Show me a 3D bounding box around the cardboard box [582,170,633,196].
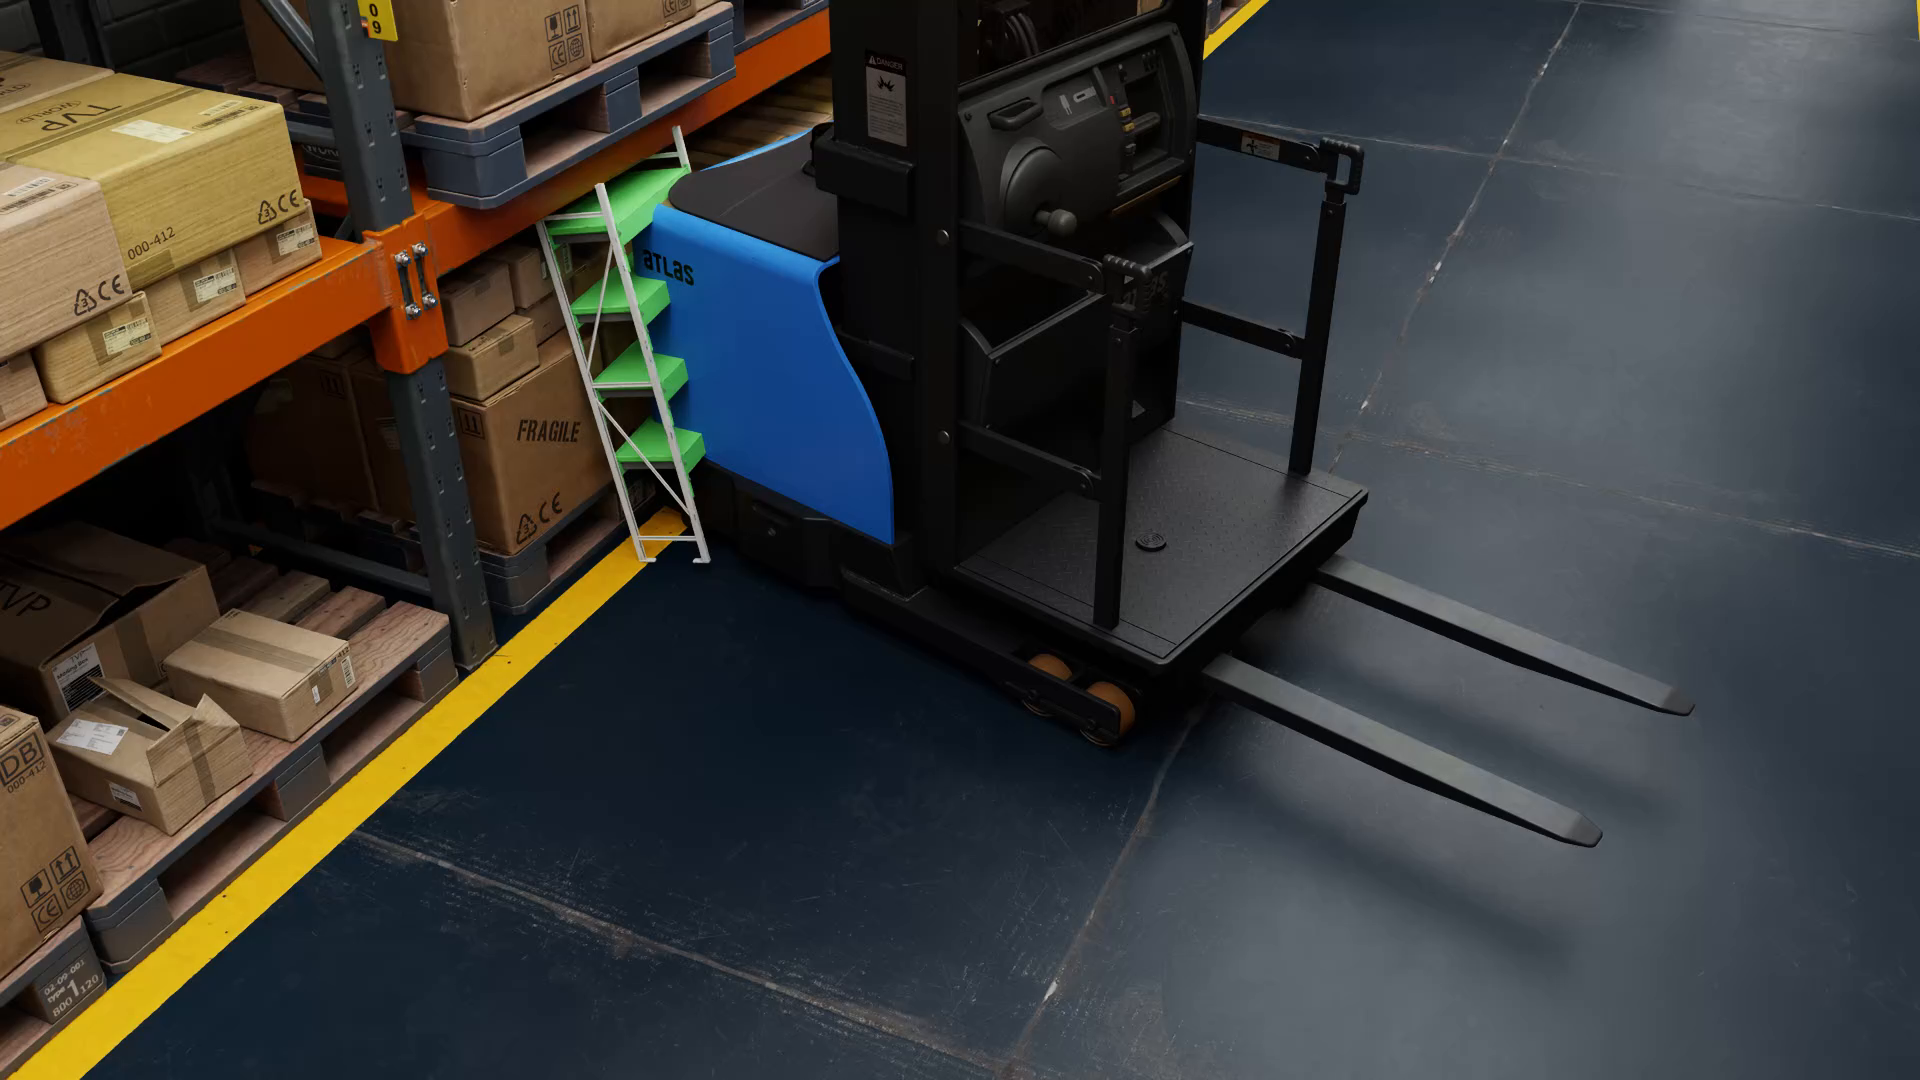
[{"bbox_3d":[-1.027,-1.084,5.473,0.380,0.149,0.250,14,36,20],"label":"cardboard box"}]

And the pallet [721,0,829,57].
[{"bbox_3d":[-0.938,-1.966,5.688,1.003,0.211,1.213,14,36,20],"label":"pallet"}]

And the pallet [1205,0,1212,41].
[{"bbox_3d":[0.763,-2.856,9.413,1.003,0.211,1.213,14,36,20],"label":"pallet"}]

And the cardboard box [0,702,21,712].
[{"bbox_3d":[-2.475,0.484,3.994,0.380,0.149,0.250,14,36,20],"label":"cardboard box"}]

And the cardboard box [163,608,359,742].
[{"bbox_3d":[-1.768,0.338,4.216,0.380,0.149,0.250,13,35,19],"label":"cardboard box"}]

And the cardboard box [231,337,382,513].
[{"bbox_3d":[-1.865,-0.466,5.122,0.500,0.500,0.500,14,36,20],"label":"cardboard box"}]

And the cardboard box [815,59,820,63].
[{"bbox_3d":[-0.797,-1.961,6.810,0.380,0.149,0.250,15,36,21],"label":"cardboard box"}]

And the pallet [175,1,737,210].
[{"bbox_3d":[-1.369,-1.316,4.697,1.003,0.211,1.213,14,36,20],"label":"pallet"}]

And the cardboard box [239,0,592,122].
[{"bbox_3d":[-1.397,-1.431,4.222,0.700,0.500,0.500,15,36,22],"label":"cardboard box"}]

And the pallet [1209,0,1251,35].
[{"bbox_3d":[1.272,-3.466,10.343,1.003,0.211,1.213,14,36,20],"label":"pallet"}]

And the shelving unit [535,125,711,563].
[{"bbox_3d":[-0.907,-0.574,5.009,0.258,1.200,0.503,0,31,19],"label":"shelving unit"}]

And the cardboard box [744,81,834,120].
[{"bbox_3d":[-0.597,-1.604,6.265,0.380,0.149,0.250,14,36,20],"label":"cardboard box"}]

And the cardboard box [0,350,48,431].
[{"bbox_3d":[-2.016,-0.308,3.213,0.380,0.149,0.250,15,36,22],"label":"cardboard box"}]

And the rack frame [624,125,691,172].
[{"bbox_3d":[-0.838,-0.701,5.206,0.240,1.200,0.015,0,31,19],"label":"rack frame"}]

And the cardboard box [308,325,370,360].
[{"bbox_3d":[-1.910,-0.675,4.848,0.380,0.149,0.250,13,35,19],"label":"cardboard box"}]

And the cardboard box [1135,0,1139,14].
[{"bbox_3d":[0.411,-2.833,8.618,0.875,0.625,0.625,15,36,22],"label":"cardboard box"}]

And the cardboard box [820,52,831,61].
[{"bbox_3d":[-0.765,-2.103,7.027,0.380,0.149,0.250,15,36,22],"label":"cardboard box"}]

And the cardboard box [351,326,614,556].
[{"bbox_3d":[-1.395,-0.343,4.935,0.500,0.500,0.500,16,36,23],"label":"cardboard box"}]

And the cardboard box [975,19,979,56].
[{"bbox_3d":[-0.105,-2.113,7.042,0.380,0.149,0.250,12,35,18],"label":"cardboard box"}]

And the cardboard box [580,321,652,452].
[{"bbox_3d":[-1.182,-0.611,5.342,0.500,0.500,0.500,14,36,20],"label":"cardboard box"}]

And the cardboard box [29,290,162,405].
[{"bbox_3d":[-1.882,-0.432,3.403,0.380,0.149,0.250,15,36,22],"label":"cardboard box"}]

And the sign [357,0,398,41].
[{"bbox_3d":[-1.306,-1.265,3.654,0.100,0.325,0.005,14,36,20],"label":"sign"}]

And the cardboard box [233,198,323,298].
[{"bbox_3d":[-1.706,-0.702,3.814,0.380,0.149,0.250,15,36,21],"label":"cardboard box"}]

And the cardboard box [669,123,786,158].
[{"bbox_3d":[-0.835,-1.349,5.876,0.380,0.149,0.250,14,36,21],"label":"cardboard box"}]

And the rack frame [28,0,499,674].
[{"bbox_3d":[-1.802,-1.024,4.076,1.000,3.000,0.127,14,36,20],"label":"rack frame"}]

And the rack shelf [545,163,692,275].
[{"bbox_3d":[-0.976,-0.929,4.804,0.258,0.148,0.480,0,31,19],"label":"rack shelf"}]

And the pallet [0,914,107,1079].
[{"bbox_3d":[-2.599,1.094,3.389,1.003,0.211,1.213,14,36,20],"label":"pallet"}]

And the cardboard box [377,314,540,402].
[{"bbox_3d":[-1.410,-0.543,4.647,0.380,0.149,0.250,16,36,23],"label":"cardboard box"}]

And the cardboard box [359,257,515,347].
[{"bbox_3d":[-1.465,-0.681,4.587,0.380,0.149,0.250,14,36,20],"label":"cardboard box"}]

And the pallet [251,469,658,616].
[{"bbox_3d":[-1.496,-0.271,5.471,1.003,0.211,1.213,14,36,20],"label":"pallet"}]

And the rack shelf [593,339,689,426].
[{"bbox_3d":[-0.896,-0.519,5.041,0.258,0.148,0.480,0,31,19],"label":"rack shelf"}]

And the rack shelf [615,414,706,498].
[{"bbox_3d":[-0.856,-0.314,5.159,0.258,0.148,0.480,0,31,19],"label":"rack shelf"}]

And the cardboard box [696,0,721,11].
[{"bbox_3d":[-0.872,-1.747,4.918,0.396,0.266,0.258,16,36,23],"label":"cardboard box"}]

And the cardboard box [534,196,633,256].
[{"bbox_3d":[-1.165,-0.969,5.297,0.380,0.149,0.250,14,36,20],"label":"cardboard box"}]

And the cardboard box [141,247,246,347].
[{"bbox_3d":[-1.795,-0.567,3.609,0.380,0.149,0.250,15,36,22],"label":"cardboard box"}]

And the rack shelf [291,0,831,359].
[{"bbox_3d":[-0.965,-1.719,5.792,1.077,0.370,4.000,14,36,20],"label":"rack shelf"}]

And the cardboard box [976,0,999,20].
[{"bbox_3d":[0.145,-2.506,8.119,0.875,0.625,0.625,15,36,22],"label":"cardboard box"}]

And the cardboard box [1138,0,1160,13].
[{"bbox_3d":[0.692,-3.168,9.129,0.875,0.625,0.625,13,35,19],"label":"cardboard box"}]

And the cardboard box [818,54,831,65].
[{"bbox_3d":[-0.341,-1.849,6.640,0.380,0.149,0.250,13,35,19],"label":"cardboard box"}]

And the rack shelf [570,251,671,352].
[{"bbox_3d":[-0.936,-0.724,4.923,0.258,0.148,0.480,0,31,19],"label":"rack shelf"}]

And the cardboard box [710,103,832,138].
[{"bbox_3d":[-0.685,-1.459,6.045,0.380,0.149,0.250,12,35,18],"label":"cardboard box"}]

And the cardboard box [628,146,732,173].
[{"bbox_3d":[-0.921,-1.208,5.661,0.380,0.149,0.250,15,36,22],"label":"cardboard box"}]

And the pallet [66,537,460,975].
[{"bbox_3d":[-2.090,0.484,4.319,1.003,0.211,1.213,14,36,20],"label":"pallet"}]

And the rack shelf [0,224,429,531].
[{"bbox_3d":[-2.639,0.273,2.754,1.077,0.370,4.000,14,36,20],"label":"rack shelf"}]

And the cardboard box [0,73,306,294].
[{"bbox_3d":[-1.794,-0.776,3.563,0.500,0.250,0.500,15,36,22],"label":"cardboard box"}]

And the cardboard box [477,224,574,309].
[{"bbox_3d":[-1.345,-0.808,4.780,0.380,0.149,0.250,12,35,18],"label":"cardboard box"}]

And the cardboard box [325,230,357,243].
[{"bbox_3d":[-1.805,-0.807,5.050,0.380,0.149,0.250,14,36,21],"label":"cardboard box"}]

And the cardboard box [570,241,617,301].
[{"bbox_3d":[-1.268,-0.829,5.084,0.380,0.149,0.250,12,35,18],"label":"cardboard box"}]

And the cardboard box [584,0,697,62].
[{"bbox_3d":[-1.180,-1.689,4.616,0.700,0.500,0.500,15,36,21],"label":"cardboard box"}]

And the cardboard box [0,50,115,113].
[{"bbox_3d":[-2.255,-0.901,3.753,0.500,0.250,0.500,14,36,20],"label":"cardboard box"}]

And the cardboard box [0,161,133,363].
[{"bbox_3d":[-1.990,-0.523,3.177,0.500,0.250,0.500,14,36,21],"label":"cardboard box"}]

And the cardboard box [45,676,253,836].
[{"bbox_3d":[-1.918,0.467,3.913,0.396,0.266,0.258,15,36,22],"label":"cardboard box"}]

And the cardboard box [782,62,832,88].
[{"bbox_3d":[-0.493,-1.728,6.455,0.380,0.149,0.250,15,36,22],"label":"cardboard box"}]

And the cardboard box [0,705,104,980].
[{"bbox_3d":[-2.306,0.622,3.463,0.700,0.500,0.500,13,35,19],"label":"cardboard box"}]

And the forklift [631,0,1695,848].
[{"bbox_3d":[0.481,-1.009,4.116,3.031,2.935,1.130,24,40,32],"label":"forklift"}]

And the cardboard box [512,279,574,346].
[{"bbox_3d":[-1.365,-0.698,4.885,0.380,0.149,0.250,13,35,19],"label":"cardboard box"}]

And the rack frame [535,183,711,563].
[{"bbox_3d":[-0.976,-0.447,4.813,0.240,1.200,0.015,0,31,19],"label":"rack frame"}]

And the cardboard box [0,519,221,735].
[{"bbox_3d":[-2.293,0.200,4.279,0.500,0.311,0.500,15,36,22],"label":"cardboard box"}]
